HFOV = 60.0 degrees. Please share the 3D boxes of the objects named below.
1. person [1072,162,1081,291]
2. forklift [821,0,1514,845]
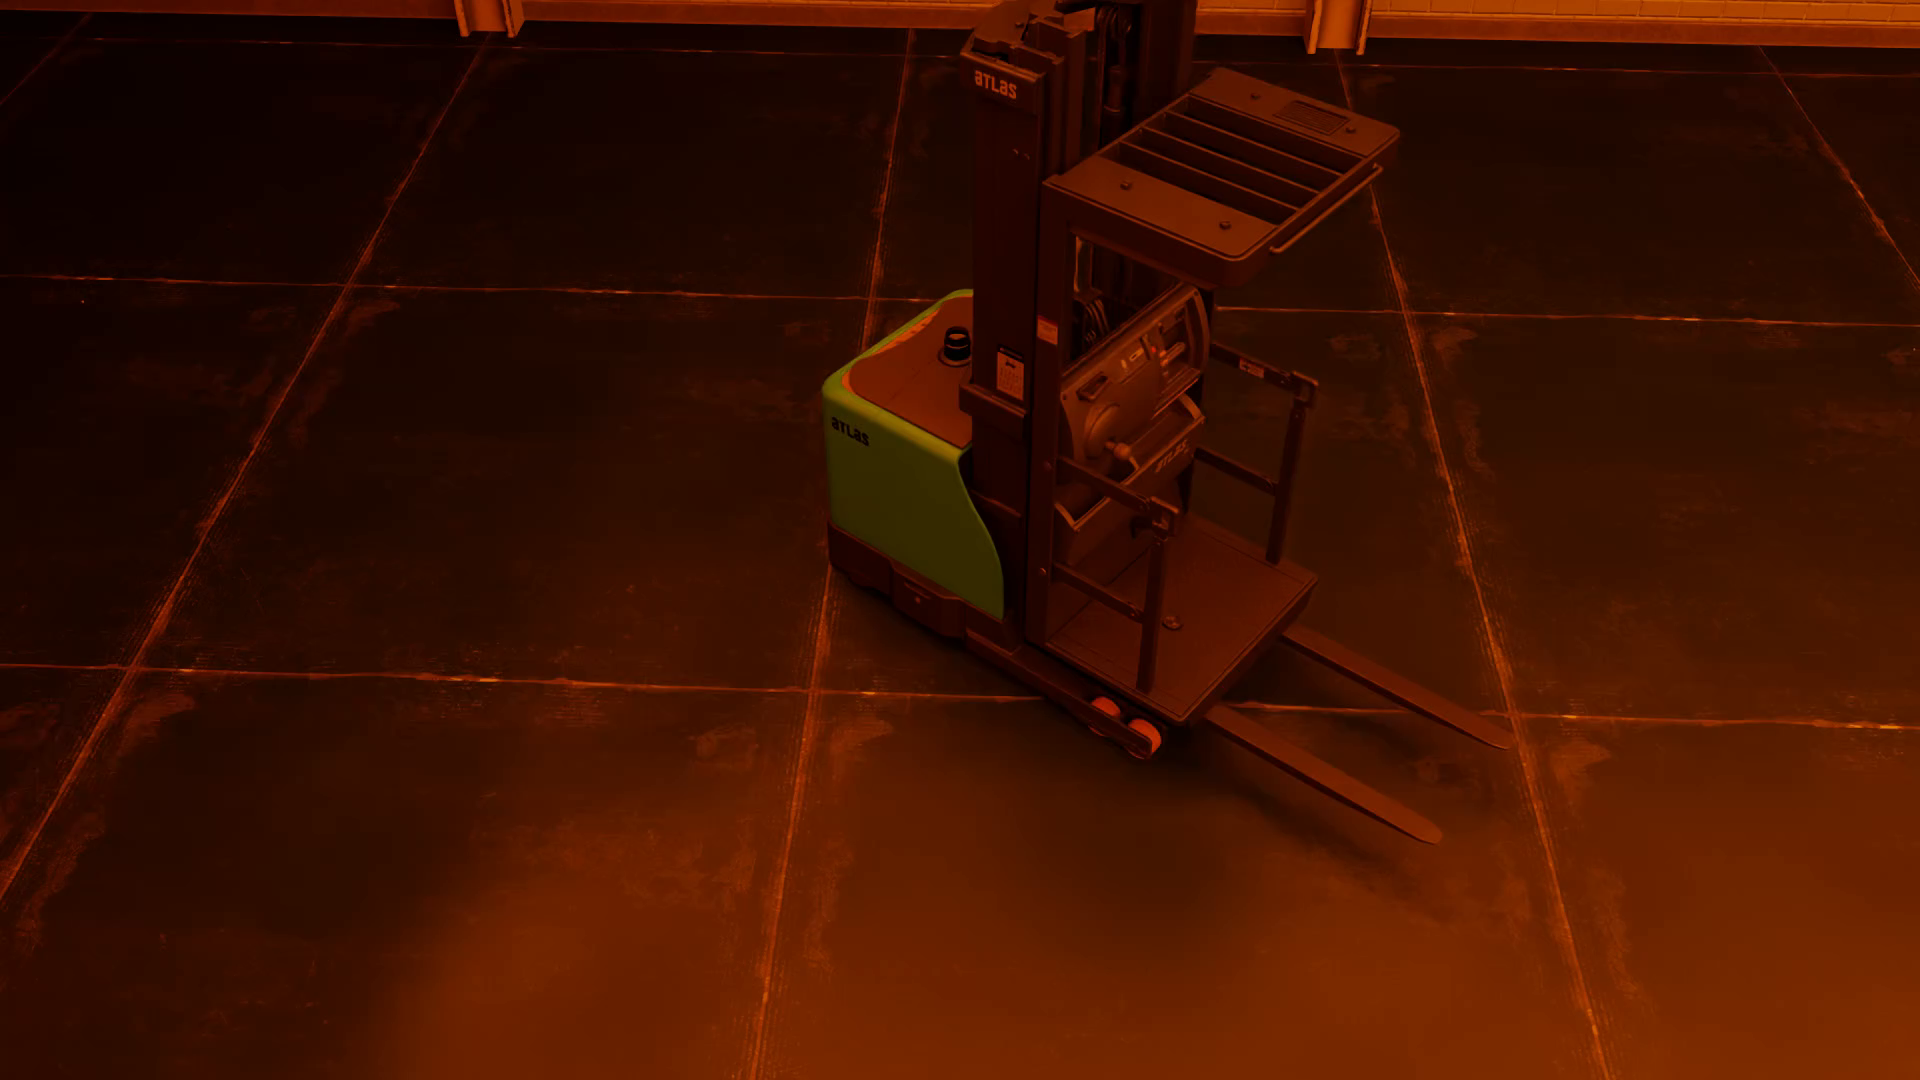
[{"bbox_3d":[0.333,-1.136,8.052,0.445,1.546,0.745,16,45,17],"label":"person"},{"bbox_3d":[0.852,-0.581,6.379,3.031,2.935,1.130,29,50,28],"label":"forklift"}]
